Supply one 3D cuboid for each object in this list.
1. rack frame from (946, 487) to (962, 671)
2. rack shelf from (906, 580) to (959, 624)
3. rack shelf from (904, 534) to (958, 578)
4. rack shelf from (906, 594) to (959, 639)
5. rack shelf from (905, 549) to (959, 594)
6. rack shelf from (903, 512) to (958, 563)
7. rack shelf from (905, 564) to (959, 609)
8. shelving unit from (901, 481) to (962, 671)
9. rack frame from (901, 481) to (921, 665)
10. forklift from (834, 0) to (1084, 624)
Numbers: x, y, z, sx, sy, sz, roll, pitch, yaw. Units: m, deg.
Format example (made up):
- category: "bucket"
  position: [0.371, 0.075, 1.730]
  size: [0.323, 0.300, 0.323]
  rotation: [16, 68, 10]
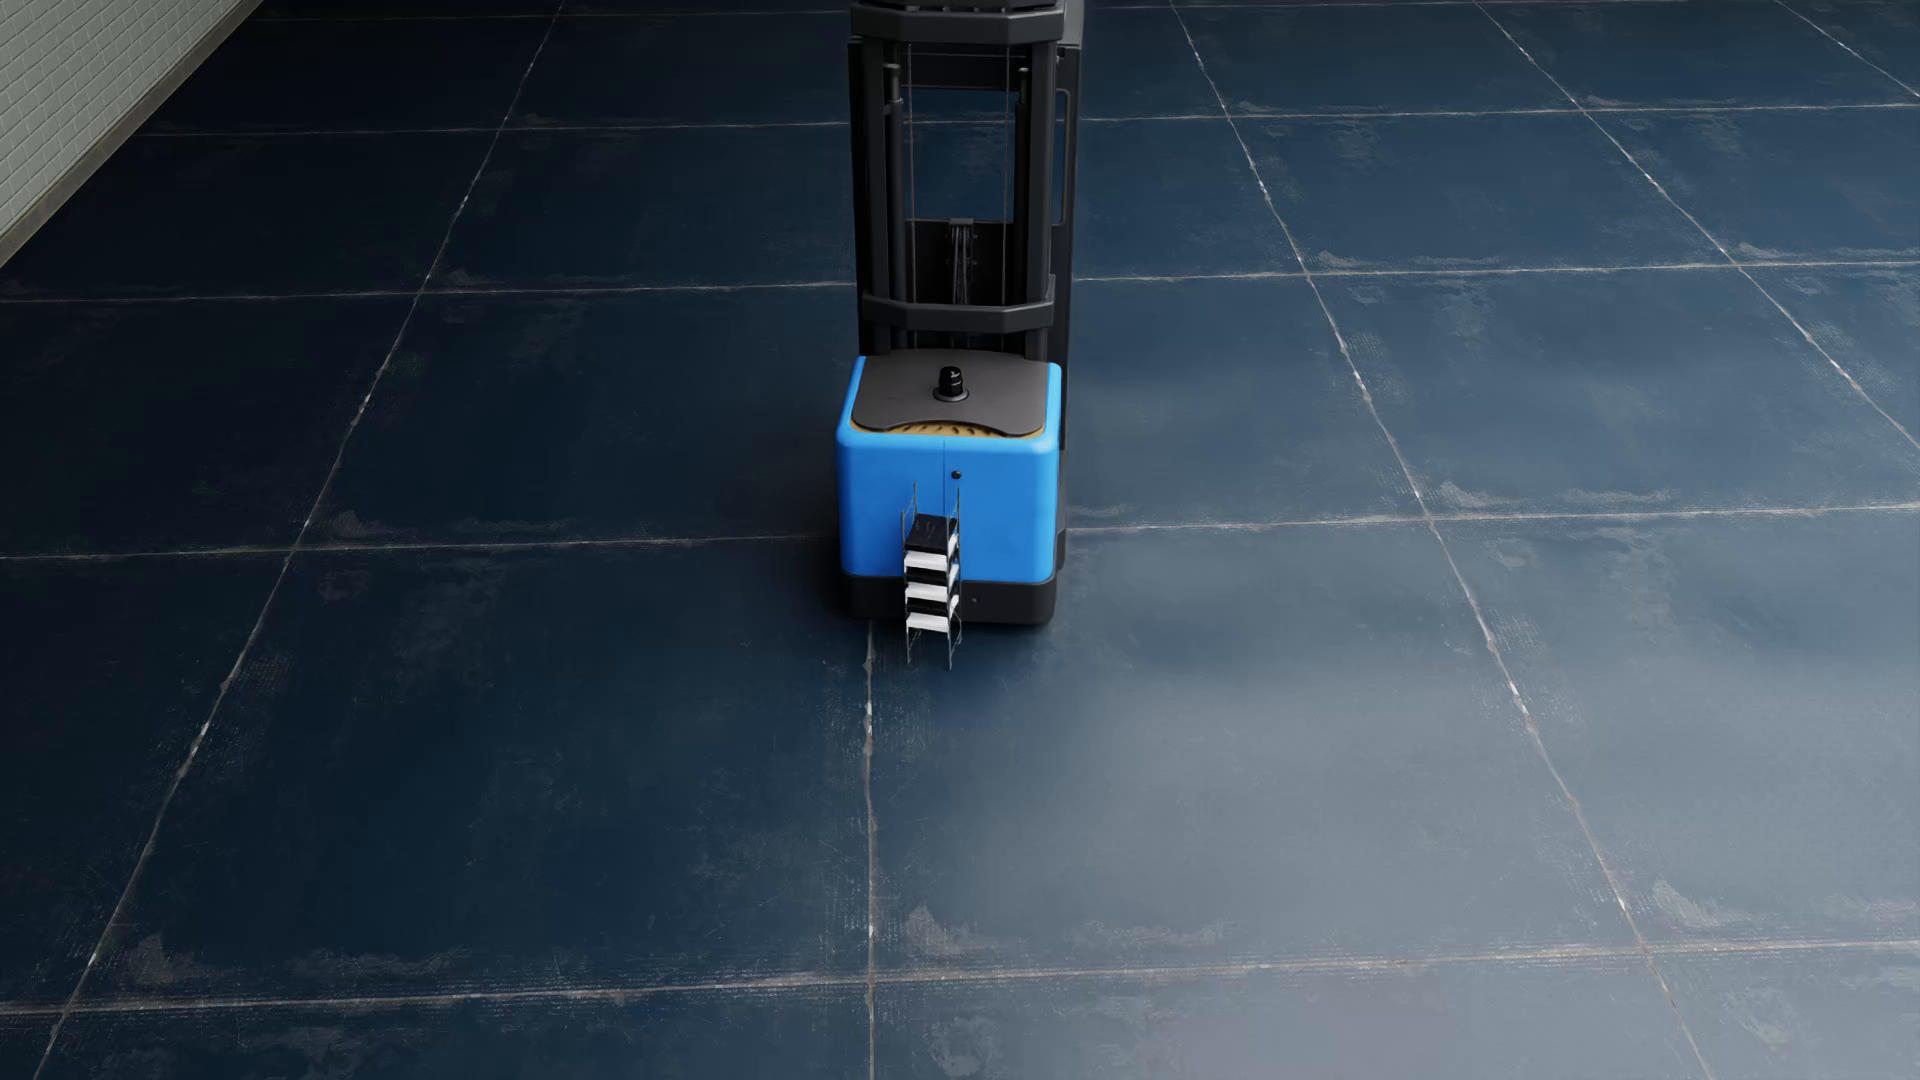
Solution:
- category: "rack frame"
  position: [-0.026, 0.188, 7.677]
  size: [0.006, 0.900, 0.240]
  rotation: [8, 38, 11]
- category: "rack shelf"
  position: [-0.124, 0.273, 7.770]
  size: [0.200, 0.077, 0.258]
  rotation: [8, 38, 11]
- category: "rack shelf"
  position: [-0.127, 0.058, 7.608]
  size: [0.200, 0.077, 0.258]
  rotation: [8, 38, 11]
- category: "rack shelf"
  position: [-0.123, 0.345, 7.825]
  size: [0.200, 0.077, 0.258]
  rotation: [8, 38, 11]
- category: "rack shelf"
  position: [-0.126, 0.130, 7.662]
  size: [0.200, 0.077, 0.258]
  rotation: [8, 38, 11]
- category: "rack shelf"
  position: [-0.128, -0.014, 7.553]
  size: [0.200, 0.077, 0.258]
  rotation: [8, 38, 11]
- category: "rack shelf"
  position: [-0.125, 0.202, 7.716]
  size: [0.200, 0.077, 0.258]
  rotation: [8, 38, 11]
- category: "shelving unit"
  position: [-0.125, 0.175, 7.696]
  size: [0.210, 0.900, 0.258]
  rotation: [8, 38, 11]
- category: "rack frame"
  position: [-0.224, 0.162, 7.716]
  size: [0.006, 0.900, 0.240]
  rotation: [8, 38, 11]
- category: "forklift"
  position: [0.041, -1.615, 8.508]
  size: [1.130, 2.935, 3.031]
  rotation: [2, 35, 4]
